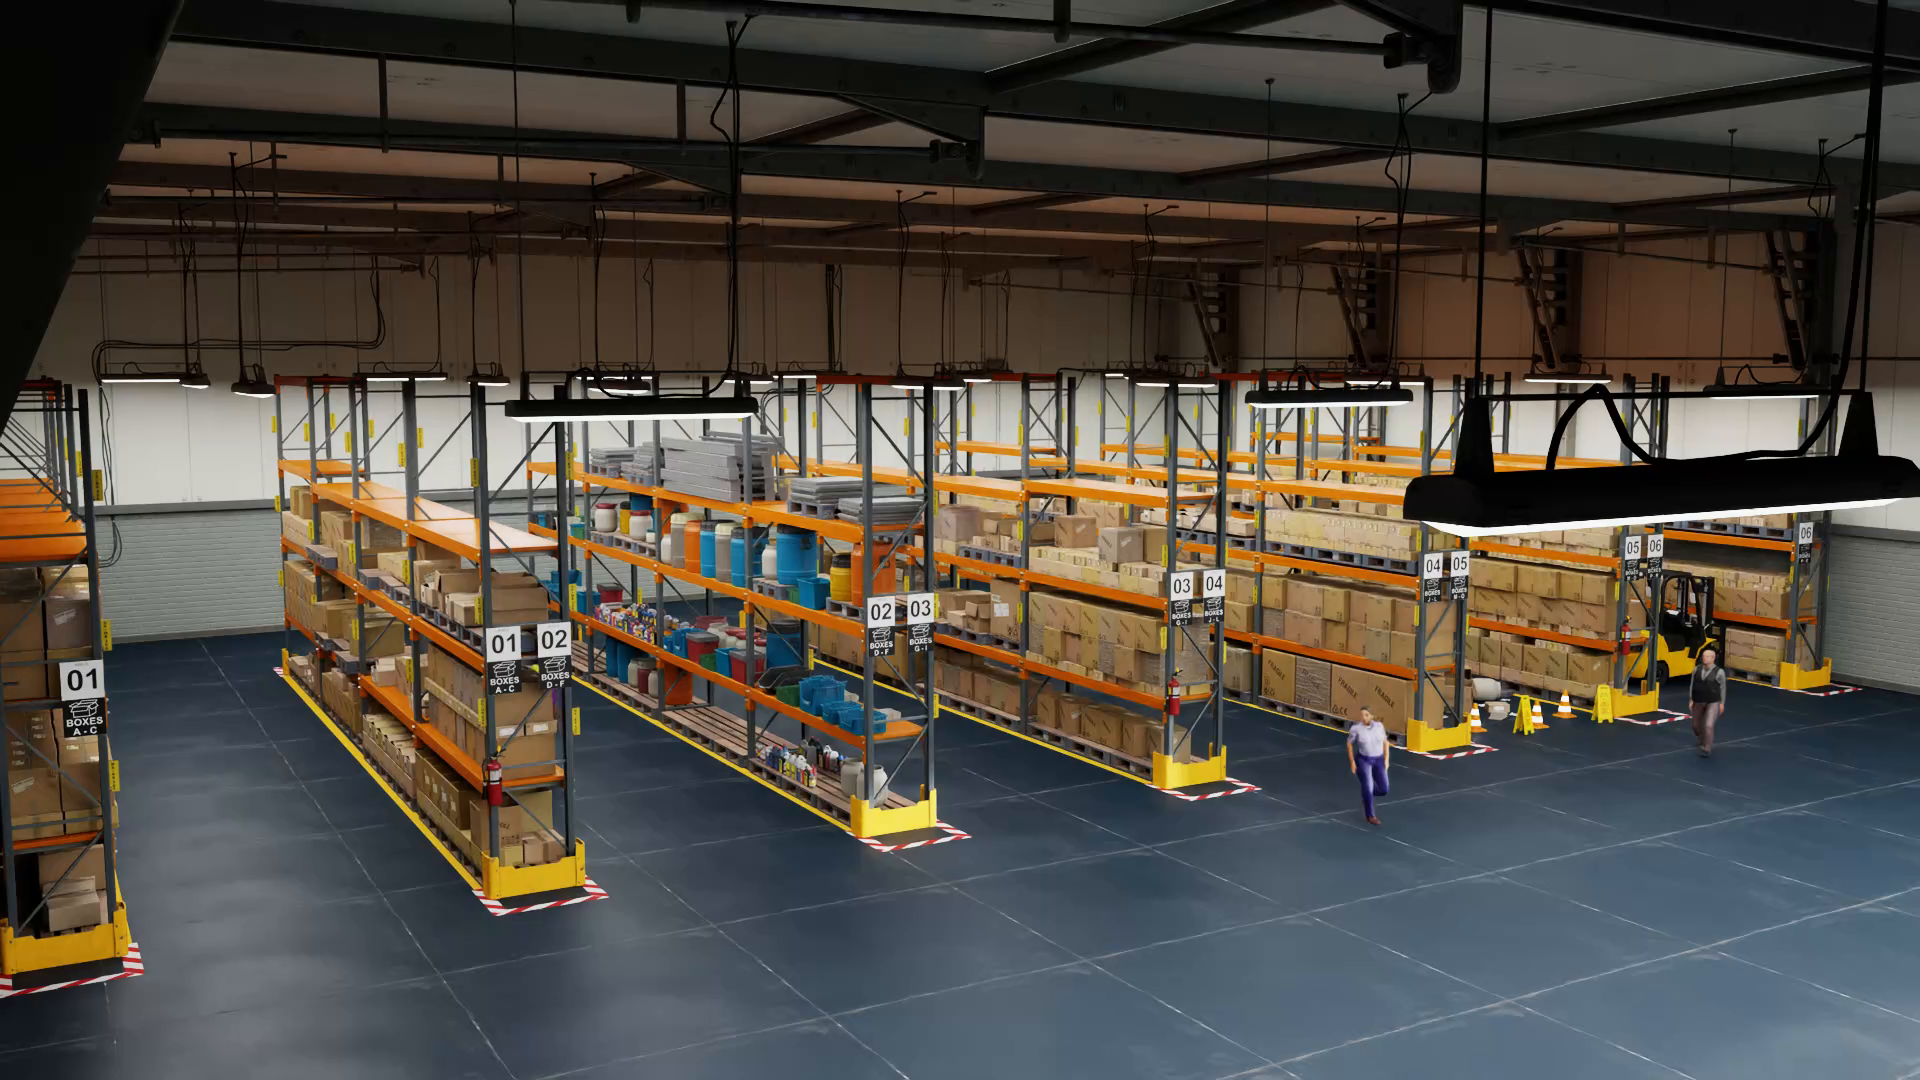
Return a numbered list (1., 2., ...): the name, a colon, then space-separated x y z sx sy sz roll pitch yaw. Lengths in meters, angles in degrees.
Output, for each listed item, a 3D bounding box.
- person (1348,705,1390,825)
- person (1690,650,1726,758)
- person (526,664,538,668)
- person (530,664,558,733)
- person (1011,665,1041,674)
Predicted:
1. person: 5.585 3.051 22.780 0.537 1.619 0.578 -1 6 -8
2. person: 11.937 2.584 26.535 0.533 1.692 0.919 4 7 31
3. person: -6.900 2.535 26.643 0.679 1.746 1.036 -6 8 -43
4. person: -6.323 2.742 24.932 0.624 1.748 0.936 -1 6 -13
5. person: 1.389 1.858 33.438 0.523 1.602 1.043 -4 7 -30
